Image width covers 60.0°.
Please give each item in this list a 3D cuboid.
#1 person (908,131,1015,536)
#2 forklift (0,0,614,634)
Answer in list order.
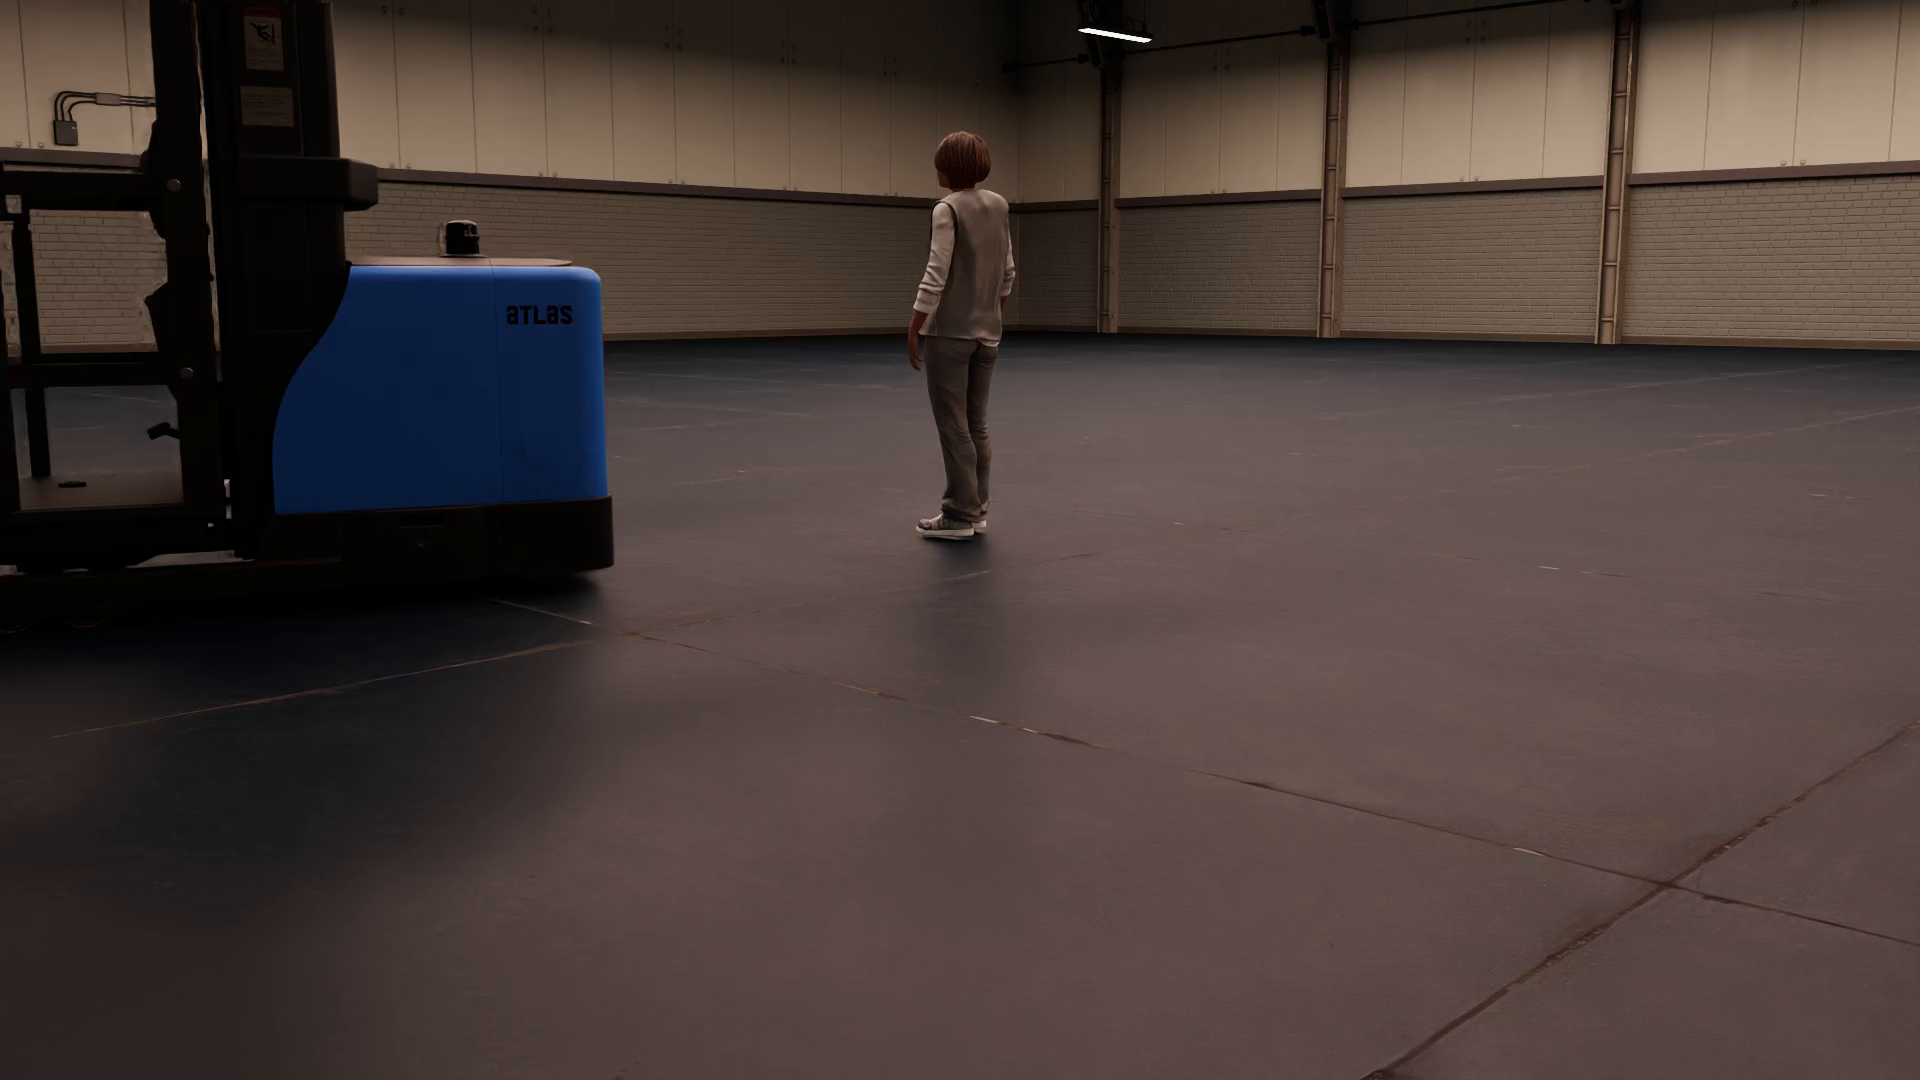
[{"bbox_3d":[-0.043,-0.806,6.658,0.474,1.598,0.519,8,12,43],"label":"person"},{"bbox_3d":[-2.743,-1.263,5.261,3.031,2.935,1.130,-4,9,-24],"label":"forklift"}]
